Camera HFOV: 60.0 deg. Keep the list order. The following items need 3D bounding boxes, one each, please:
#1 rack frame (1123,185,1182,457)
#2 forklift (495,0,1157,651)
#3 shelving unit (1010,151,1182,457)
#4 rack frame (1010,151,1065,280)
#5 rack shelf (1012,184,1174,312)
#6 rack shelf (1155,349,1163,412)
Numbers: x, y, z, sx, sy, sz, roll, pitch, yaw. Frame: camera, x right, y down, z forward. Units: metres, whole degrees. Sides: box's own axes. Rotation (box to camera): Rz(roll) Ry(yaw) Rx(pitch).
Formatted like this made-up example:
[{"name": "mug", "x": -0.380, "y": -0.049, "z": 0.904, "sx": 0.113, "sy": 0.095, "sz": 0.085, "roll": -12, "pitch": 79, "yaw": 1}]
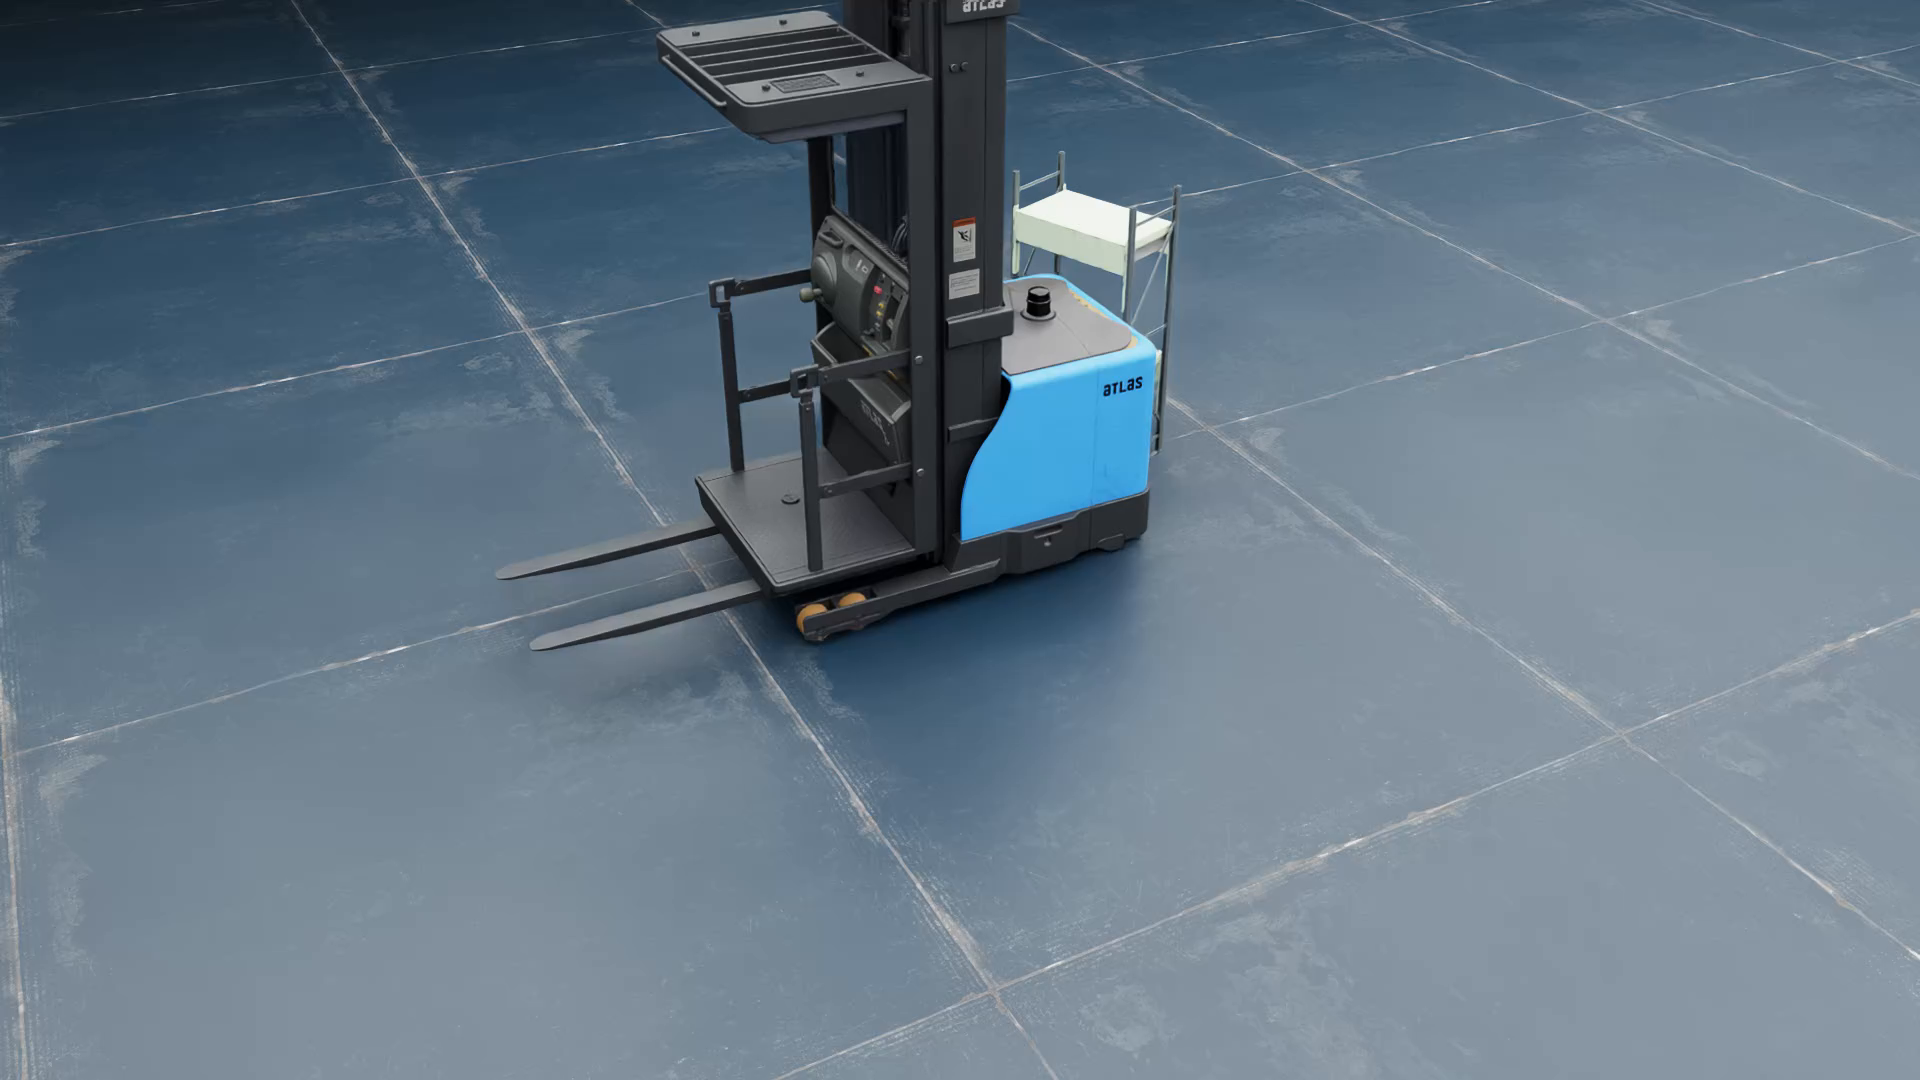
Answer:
[{"name": "rack frame", "x": 0.952, "y": -1.037, "z": 8.479, "sx": 0.023, "sy": 1.500, "sz": 0.400, "roll": 26, "pitch": 41, "yaw": 34}, {"name": "forklift", "x": -0.626, "y": -1.102, "z": 7.253, "sx": 3.031, "sy": 2.935, "sz": 1.130, "roll": -15, "pitch": 36, "yaw": -22}, {"name": "shelving unit", "x": 0.678, "y": -1.168, "z": 8.683, "sx": 0.755, "sy": 1.500, "sz": 0.431, "roll": 26, "pitch": 41, "yaw": 34}, {"name": "rack frame", "x": 0.404, "y": -1.299, "z": 8.888, "sx": 0.023, "sy": 1.500, "sz": 0.400, "roll": 26, "pitch": 41, "yaw": 34}, {"name": "rack shelf", "x": 0.678, "y": -1.497, "z": 8.472, "sx": 0.720, "sy": 0.370, "sz": 0.431, "roll": 26, "pitch": 41, "yaw": 34}, {"name": "rack shelf", "x": 0.678, "y": -0.894, "z": 8.859, "sx": 0.720, "sy": 0.370, "sz": 0.431, "roll": 26, "pitch": 41, "yaw": 34}]
